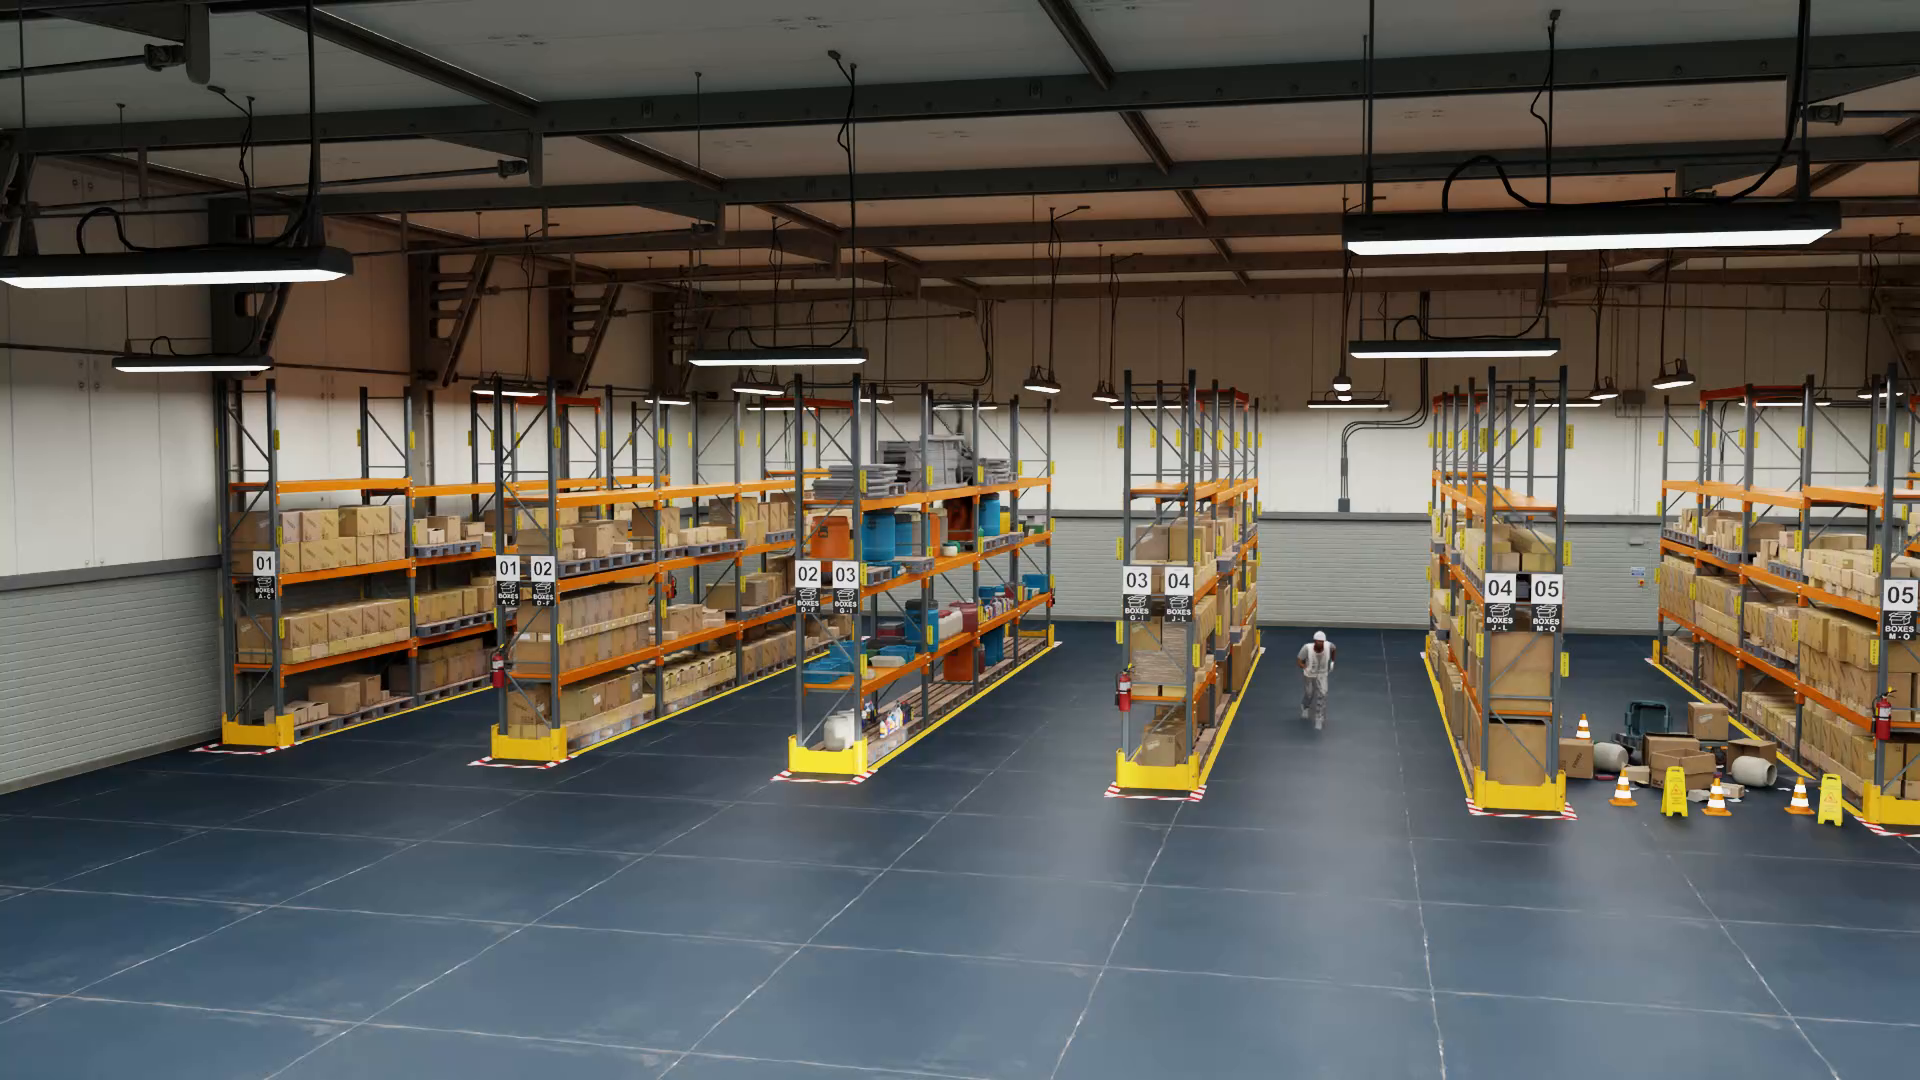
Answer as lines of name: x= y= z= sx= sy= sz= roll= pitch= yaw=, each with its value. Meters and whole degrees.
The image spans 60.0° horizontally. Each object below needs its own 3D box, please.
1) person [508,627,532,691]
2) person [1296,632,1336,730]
person: x=-8.187 y=2.346 z=31.072 sx=0.547 sy=1.639 sz=0.704 roll=0 pitch=3 yaw=-1
person: x=6.219 y=2.426 z=29.183 sx=0.728 sy=1.730 sz=1.054 roll=0 pitch=3 yaw=-5
